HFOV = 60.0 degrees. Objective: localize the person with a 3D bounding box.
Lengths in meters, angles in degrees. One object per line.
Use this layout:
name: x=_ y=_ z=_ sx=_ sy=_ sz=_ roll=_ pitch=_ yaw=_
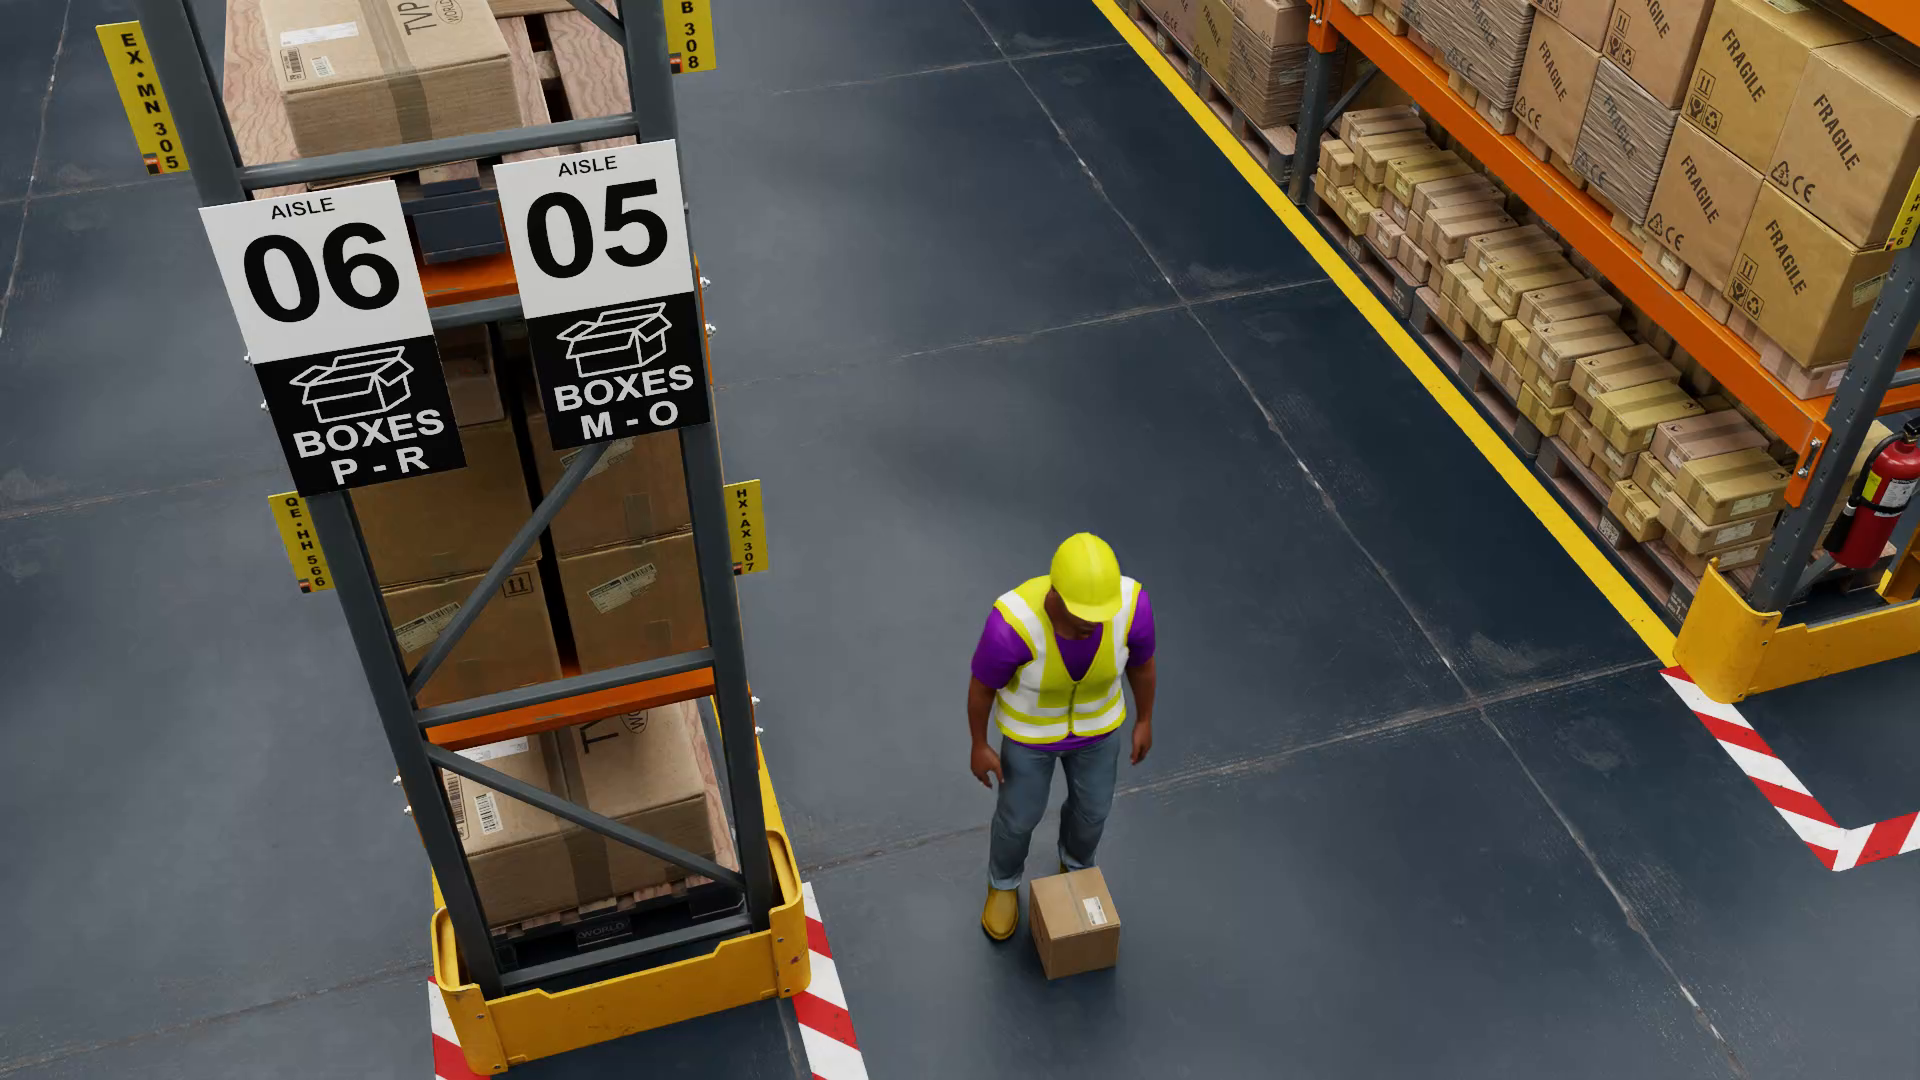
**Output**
person: x=0.337 y=0.630 z=5.446 sx=0.628 sy=1.761 sz=0.462 roll=-8 pitch=43 yaw=-9
